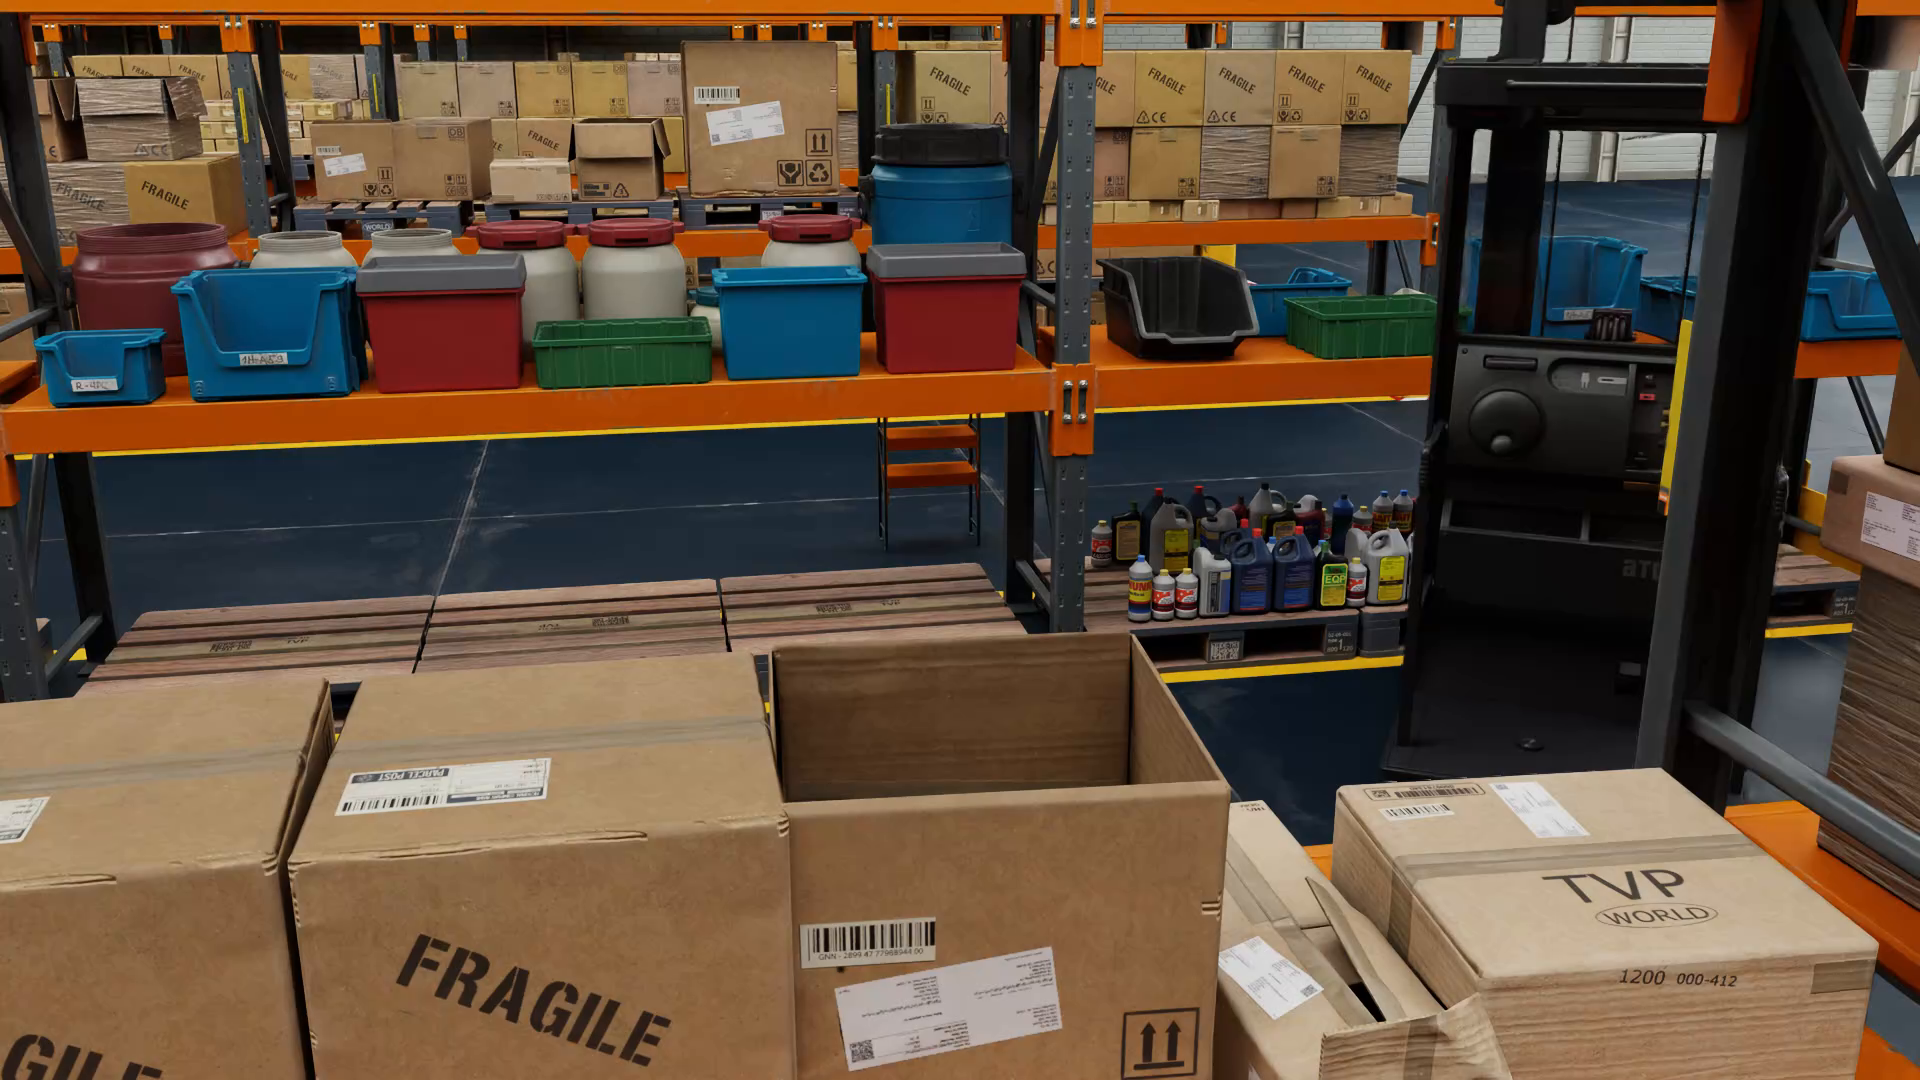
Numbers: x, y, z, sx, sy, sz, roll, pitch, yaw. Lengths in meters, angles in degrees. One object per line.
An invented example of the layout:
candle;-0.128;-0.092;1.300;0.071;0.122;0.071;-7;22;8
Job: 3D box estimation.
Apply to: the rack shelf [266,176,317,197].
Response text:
rack shelf;-7.314;-3.191;15.319;4.000;0.370;1.077;-3;17;-10

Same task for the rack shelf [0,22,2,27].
rack shelf;-5.533;-1.762;5.556;4.000;0.370;1.077;-3;17;-10

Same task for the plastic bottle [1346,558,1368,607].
plastic bottle;1.697;0.176;7.146;0.097;0.201;0.097;0;17;0

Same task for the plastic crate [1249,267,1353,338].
plastic crate;1.394;-1.075;7.456;0.616;0.251;0.499;-3;17;-10

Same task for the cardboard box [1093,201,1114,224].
cardboard box;0.910;-2.316;11.671;0.250;0.149;0.380;-3;17;-10

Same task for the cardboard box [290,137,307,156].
cardboard box;-5.991;-3.554;14.987;0.250;0.149;0.380;-3;17;-11

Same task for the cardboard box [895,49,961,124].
cardboard box;-0.192;-3.206;11.762;0.500;0.500;0.500;-3;17;-10

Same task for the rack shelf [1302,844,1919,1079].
rack shelf;-0.669;0.877;2.072;4.000;0.370;1.077;-3;17;-10

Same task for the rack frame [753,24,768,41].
rack frame;-2.461;-5.291;20.929;0.127;3.000;1.000;-3;17;-10

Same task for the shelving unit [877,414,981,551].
shelving unit;-0.163;-0.564;8.606;0.503;1.200;0.258;-3;17;-10

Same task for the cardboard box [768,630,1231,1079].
cardboard box;0.020;0.442;2.095;0.500;0.500;0.500;-2;17;-6

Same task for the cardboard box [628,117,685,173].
cardboard box;-2.877;-3.755;15.758;0.500;0.500;0.500;-3;17;-10

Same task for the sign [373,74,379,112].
sign;-5.238;-4.006;14.910;0.005;0.325;0.100;-3;17;-10

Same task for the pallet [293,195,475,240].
pallet;-3.829;-2.190;11.159;1.003;0.211;1.213;-3;17;-10

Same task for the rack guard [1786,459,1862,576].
rack guard;4.220;-0.016;8.013;0.348;0.500;1.175;-3;17;-10

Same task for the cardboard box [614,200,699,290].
cardboard box;-2.963;-2.882;16.201;0.750;0.750;1.050;-3;17;-10

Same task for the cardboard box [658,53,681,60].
cardboard box;-3.546;-5.859;20.281;0.250;0.149;0.380;-4;17;-12

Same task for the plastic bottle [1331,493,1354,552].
plastic bottle;1.813;-0.088;7.887;0.097;0.271;0.097;0;17;0

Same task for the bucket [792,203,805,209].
bucket;-1.727;-3.703;18.747;0.620;0.611;0.726;-7;16;11

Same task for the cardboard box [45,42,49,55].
cardboard box;-10.675;-5.738;19.408;0.250;0.149;0.380;-4;17;-11

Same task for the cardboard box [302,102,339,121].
cardboard box;-5.745;-3.852;14.944;0.250;0.149;0.380;-4;18;-13

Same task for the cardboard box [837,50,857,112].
cardboard box;-1.054;-4.468;16.155;0.550;0.550;0.875;-3;17;-10

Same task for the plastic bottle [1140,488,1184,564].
plastic bottle;0.936;-0.069;7.690;0.185;0.351;0.144;-4;17;-12

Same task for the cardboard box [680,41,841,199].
cardboard box;-1.388;-2.918;11.465;1.000;1.000;1.000;-3;17;-10

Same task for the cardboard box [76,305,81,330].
cardboard box;-5.190;-1.364;11.047;0.875;0.875;1.225;-4;18;-13

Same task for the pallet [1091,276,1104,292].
pallet;1.734;-2.692;17.217;1.213;0.211;1.003;-3;17;-10

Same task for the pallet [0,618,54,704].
pallet;-4.335;0.606;6.481;1.213;0.211;1.003;-3;17;-10

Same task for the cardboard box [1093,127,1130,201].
cardboard box;0.842;-2.706;11.836;0.500;0.500;0.875;-3;17;-10

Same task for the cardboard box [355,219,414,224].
cardboard box;-7.082;-4.239;20.406;0.875;0.875;0.875;-3;17;-11

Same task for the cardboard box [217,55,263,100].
cardboard box;-8.336;-5.407;19.433;0.500;0.500;0.500;-4;17;-11

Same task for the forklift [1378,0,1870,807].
forklift;1.999;-0.414;5.167;1.130;2.935;3.031;6;18;20

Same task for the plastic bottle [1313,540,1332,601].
plastic bottle;1.552;0.133;7.168;0.097;0.271;0.097;0;17;0

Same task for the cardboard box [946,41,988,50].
cardboard box;0.027;-6.006;20.878;0.500;0.500;0.700;-3;17;-11

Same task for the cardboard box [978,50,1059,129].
cardboard box;0.400;-3.082;11.357;0.500;0.500;0.500;-3;17;-10

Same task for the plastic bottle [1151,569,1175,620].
plastic bottle;0.854;0.224;6.990;0.097;0.201;0.097;0;17;0

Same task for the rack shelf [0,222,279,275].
rack shelf;-6.472;-1.756;10.645;4.000;0.370;1.077;-3;17;-10

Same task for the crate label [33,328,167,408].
crate label;-3.084;-0.619;6.003;0.416;0.233;0.303;-3;17;-10

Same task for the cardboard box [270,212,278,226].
cardboard box;-6.466;-2.866;15.299;0.500;0.250;0.500;-3;17;-10

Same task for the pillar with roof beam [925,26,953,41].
pillar with roof beam;0.483;-8.792;22.110;0.400;9.000;9.100;-3;17;-10

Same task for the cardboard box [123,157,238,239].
cardboard box;-4.946;-2.160;10.565;0.500;0.500;0.500;-3;17;-9

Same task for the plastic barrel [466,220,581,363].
plastic barrel;-1.768;-1.016;6.780;0.433;0.535;0.433;0;17;0

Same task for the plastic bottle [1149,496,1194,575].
plastic bottle;0.963;-0.028;7.555;0.185;0.351;0.144;-3;17;-10

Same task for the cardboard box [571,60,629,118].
cardboard box;-3.406;-4.281;15.767;0.500;0.500;0.700;-3;17;-11

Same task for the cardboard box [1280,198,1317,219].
cardboard box;2.376;-2.409;11.975;0.250;0.149;0.380;-3;17;-10

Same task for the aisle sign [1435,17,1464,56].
aisle sign;3.464;-3.816;11.701;0.004;0.787;0.394;-3;17;-10

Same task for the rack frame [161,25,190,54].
rack frame;-11.261;-6.276;24.136;0.127;3.000;1.000;-3;17;-10

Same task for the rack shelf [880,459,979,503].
rack shelf;-0.163;-0.310;8.684;0.480;0.148;0.258;-3;17;-10

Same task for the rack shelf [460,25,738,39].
rack shelf;-5.370;-7.700;24.889;4.000;0.370;1.077;-3;17;-10

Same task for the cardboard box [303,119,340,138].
cardboard box;-5.749;-3.711;14.990;0.250;0.149;0.380;-3;17;-9
